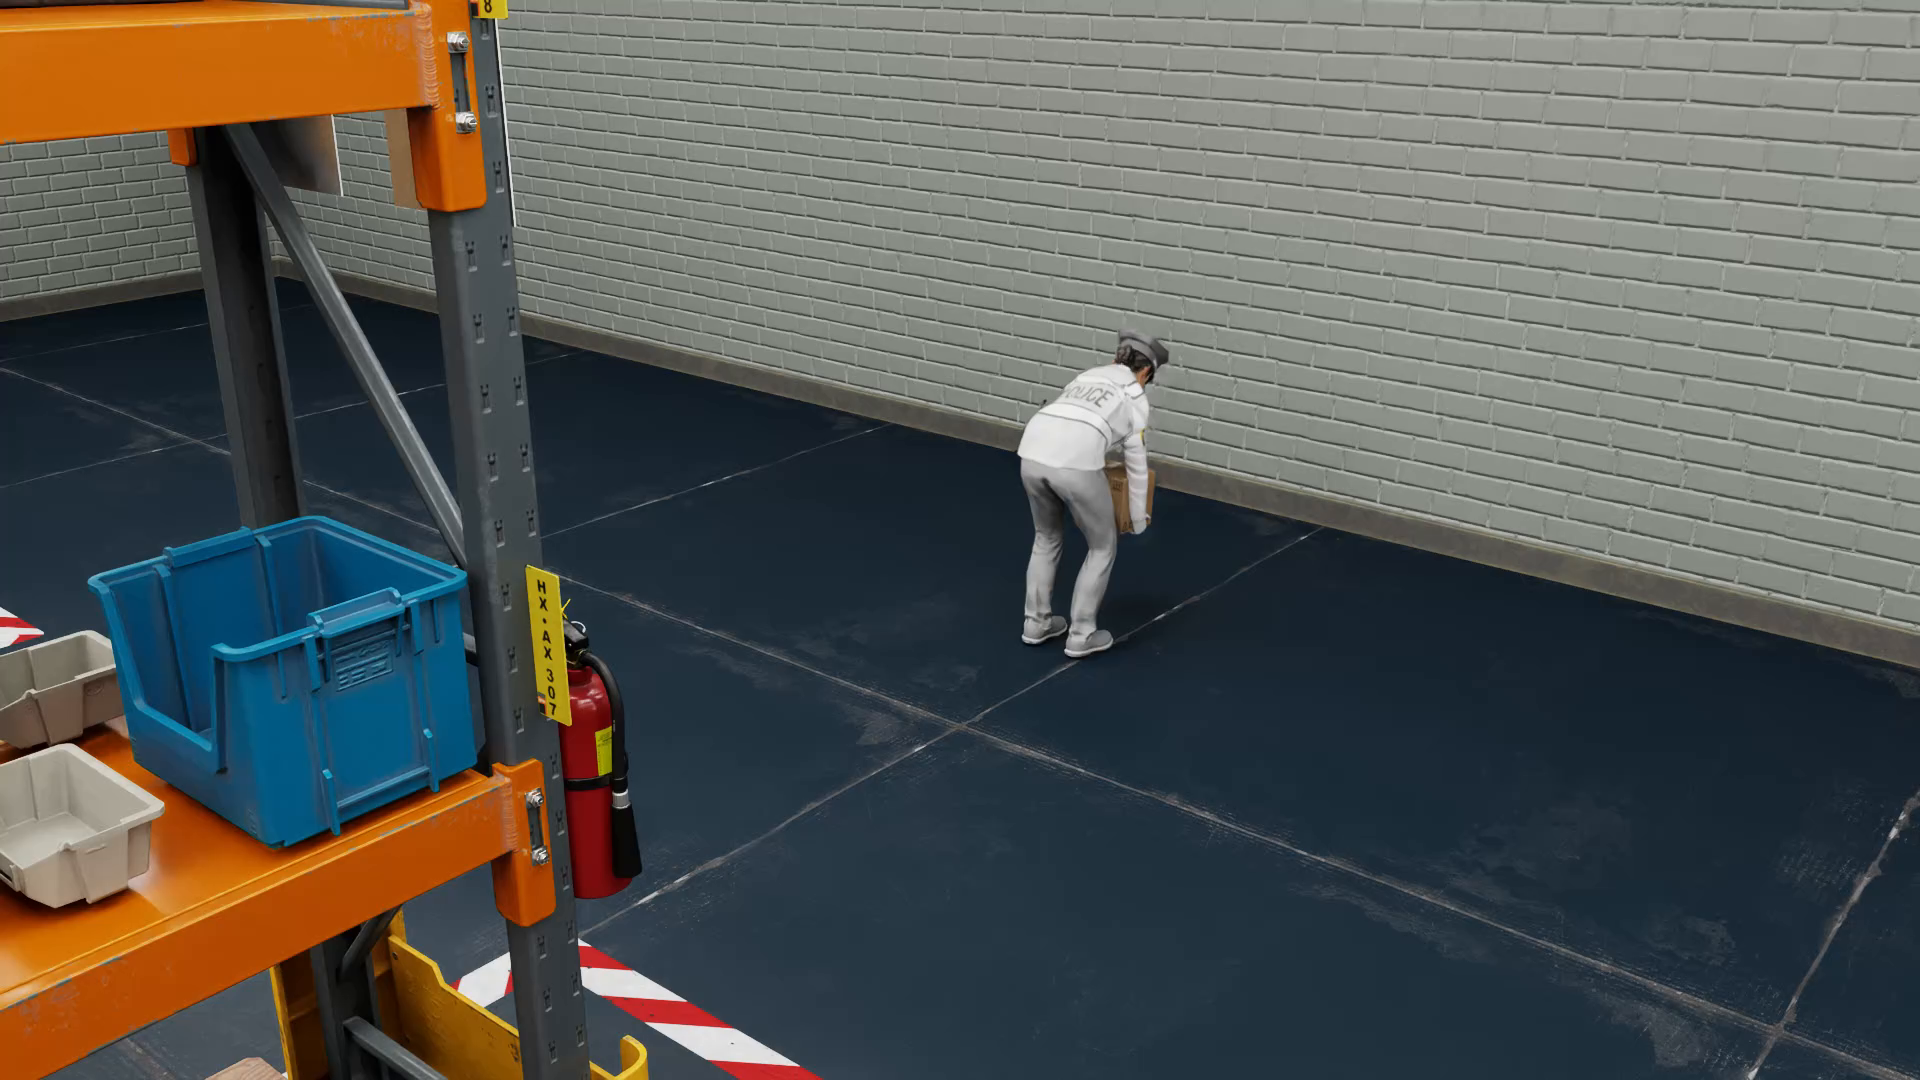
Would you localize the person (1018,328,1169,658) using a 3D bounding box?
[{"bbox_3d":[0.595,-0.220,7.192,0.411,1.307,0.886,15,25,35],"label":"person"}]
